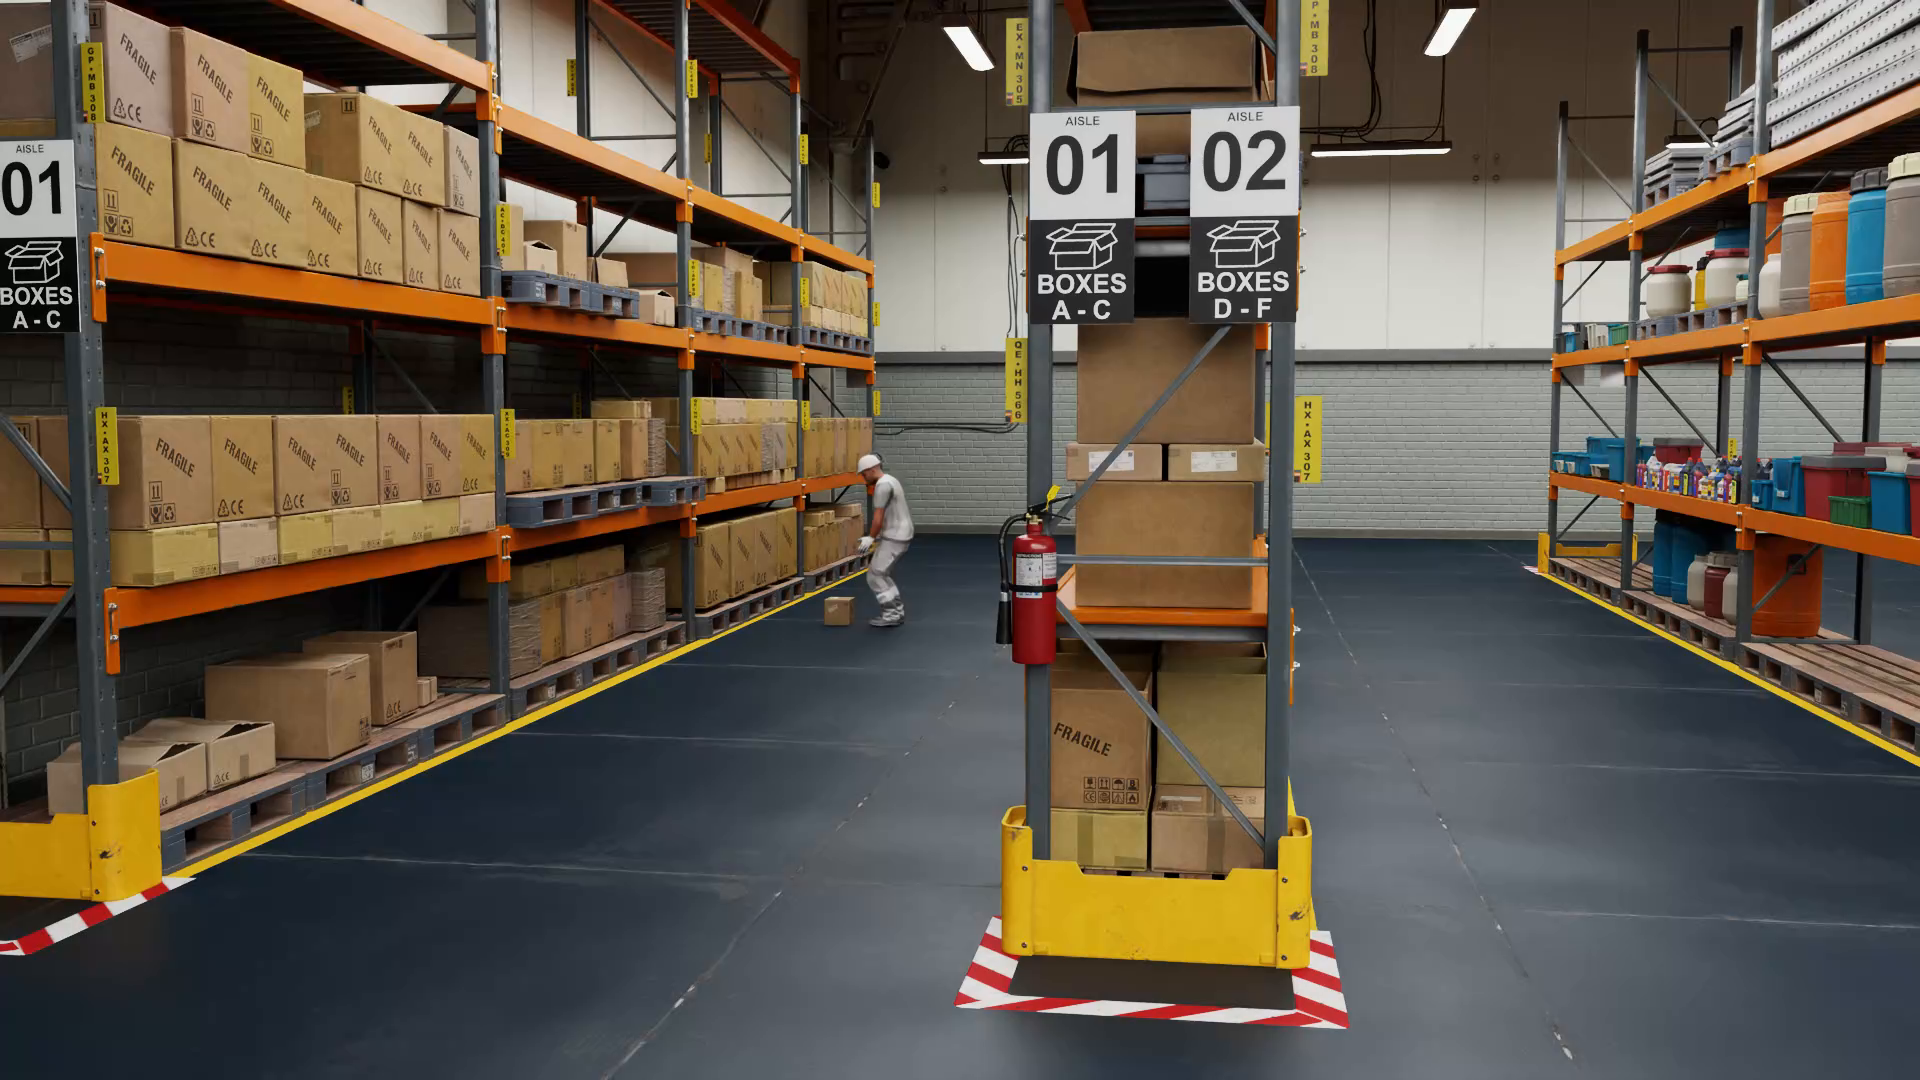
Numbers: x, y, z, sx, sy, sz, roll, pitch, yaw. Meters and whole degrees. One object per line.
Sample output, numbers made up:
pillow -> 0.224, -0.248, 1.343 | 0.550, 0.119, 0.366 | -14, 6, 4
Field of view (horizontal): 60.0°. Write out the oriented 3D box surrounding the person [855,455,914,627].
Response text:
person -> -0.744, 0.003, 16.191 | 0.558, 1.666, 0.560 | 1, 4, 10
